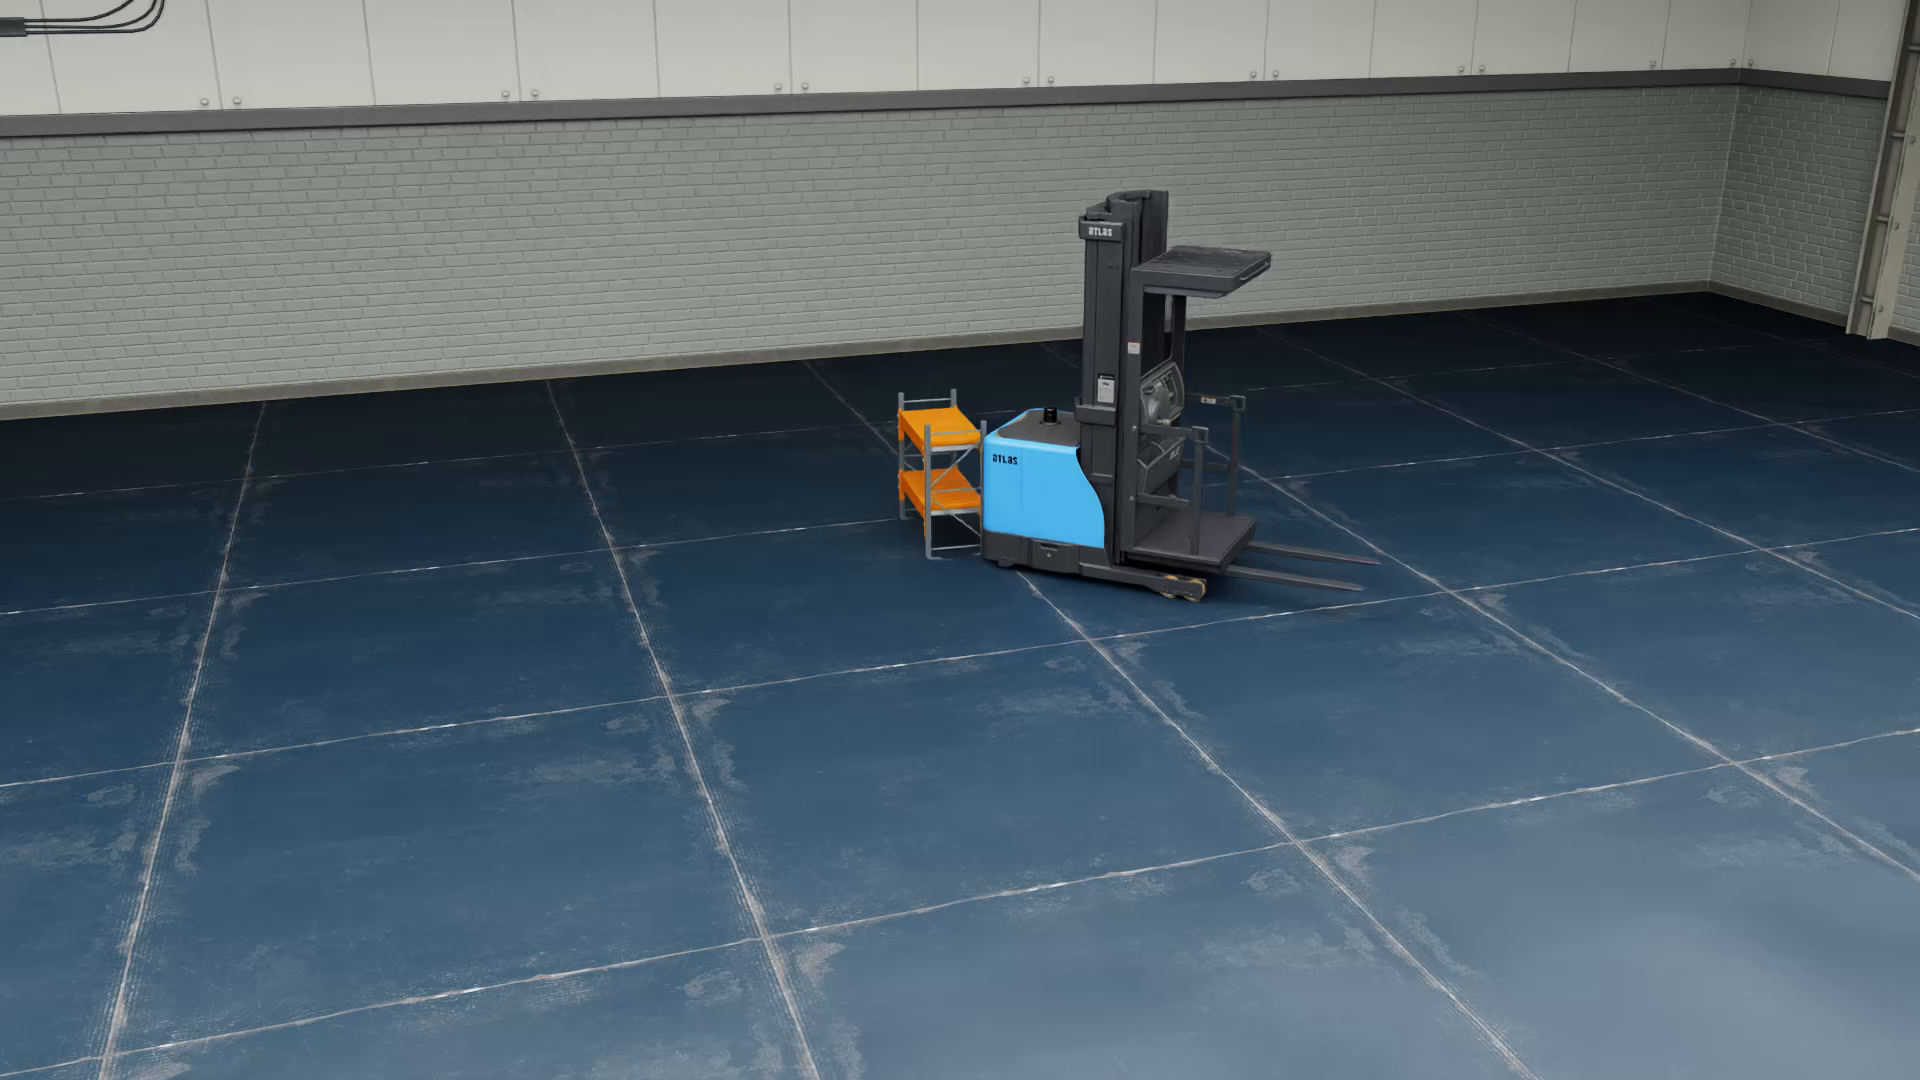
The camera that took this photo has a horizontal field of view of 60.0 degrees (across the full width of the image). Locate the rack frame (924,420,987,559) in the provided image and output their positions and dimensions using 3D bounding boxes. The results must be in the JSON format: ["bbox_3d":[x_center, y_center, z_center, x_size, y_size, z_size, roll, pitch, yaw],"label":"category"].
[{"bbox_3d":[-0.034,-0.399,13.362,0.500,1.125,0.032,-5,20,-13],"label":"rack frame"}]

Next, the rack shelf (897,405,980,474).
[{"bbox_3d":[-0.156,-0.841,13.728,0.538,0.278,1.000,-5,20,-13],"label":"rack shelf"}]

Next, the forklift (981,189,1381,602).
[{"bbox_3d":[1.732,-1.117,12.692,3.031,2.935,1.130,9,22,23],"label":"forklift"}]

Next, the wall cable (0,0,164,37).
[{"bbox_3d":[-9.009,-7.187,15.582,2.305,6.003,0.169,-6,21,-17],"label":"wall cable"}]

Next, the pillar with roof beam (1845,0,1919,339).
[{"bbox_3d":[7.461,-6.386,18.384,9.100,9.000,0.400,-6,21,-17],"label":"pillar with roof beam"}]

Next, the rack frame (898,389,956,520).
[{"bbox_3d":[-0.277,-0.732,14.291,0.500,1.125,0.032,-5,20,-13],"label":"rack frame"}]

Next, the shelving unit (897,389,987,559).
[{"bbox_3d":[-0.156,-0.565,13.827,0.538,1.125,1.048,-5,20,-13],"label":"shelving unit"}]

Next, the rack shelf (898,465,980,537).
[{"bbox_3d":[-0.156,-0.335,13.909,0.538,0.278,1.000,-5,20,-13],"label":"rack shelf"}]
